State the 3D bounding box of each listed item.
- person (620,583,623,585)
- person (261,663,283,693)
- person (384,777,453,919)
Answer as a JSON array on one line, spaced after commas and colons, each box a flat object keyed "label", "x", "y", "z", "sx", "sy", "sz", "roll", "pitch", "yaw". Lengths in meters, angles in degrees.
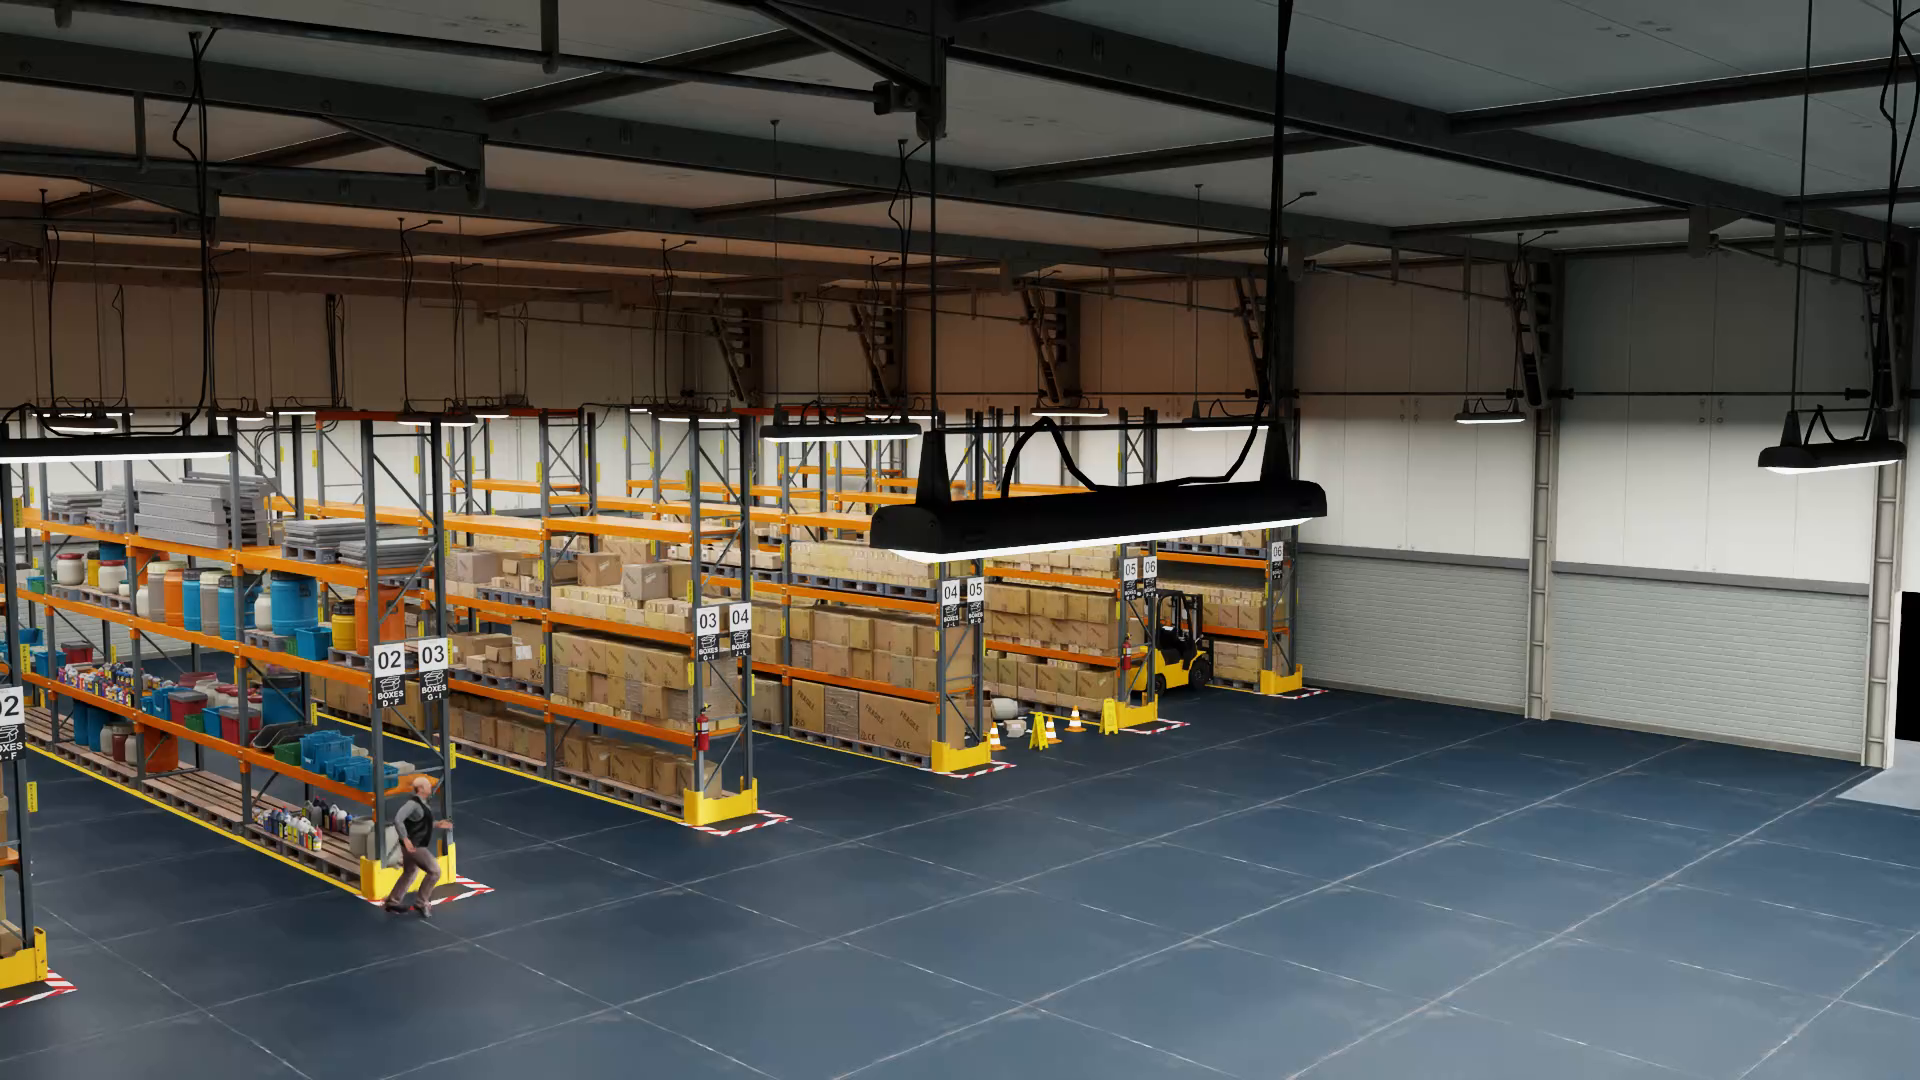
[{"label": "person", "x": -8.988, "y": 1.631, "z": 43.459, "sx": 0.661, "sy": 1.733, "sz": 0.764, "roll": 4, "pitch": 6, "yaw": 35}, {"label": "person", "x": -12.886, "y": 2.823, "z": 31.209, "sx": 0.800, "sy": 1.494, "sz": 0.535, "roll": 3, "pitch": 6, "yaw": 33}, {"label": "person", "x": -6.552, "y": 3.727, "z": 20.071, "sx": 0.827, "sy": 1.756, "sz": 0.605, "roll": -1, "pitch": 5, "yaw": -11}]
